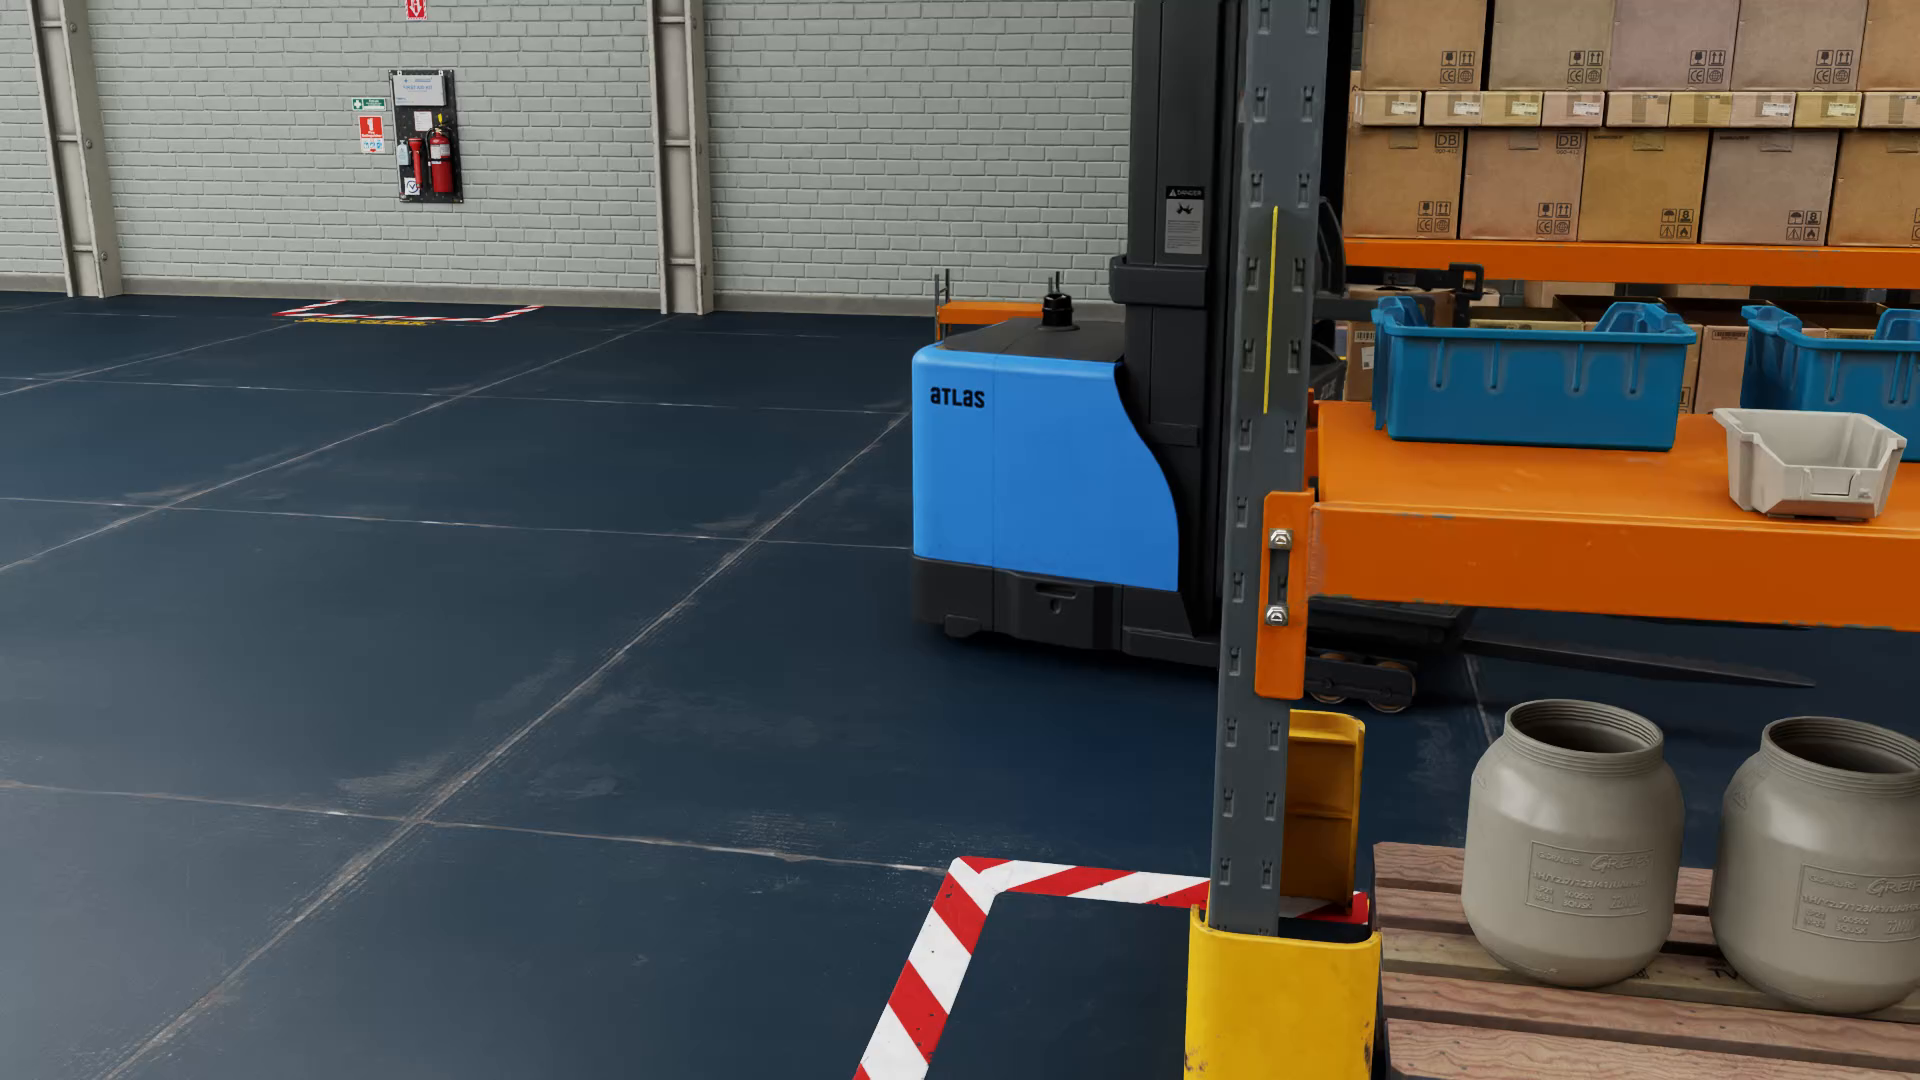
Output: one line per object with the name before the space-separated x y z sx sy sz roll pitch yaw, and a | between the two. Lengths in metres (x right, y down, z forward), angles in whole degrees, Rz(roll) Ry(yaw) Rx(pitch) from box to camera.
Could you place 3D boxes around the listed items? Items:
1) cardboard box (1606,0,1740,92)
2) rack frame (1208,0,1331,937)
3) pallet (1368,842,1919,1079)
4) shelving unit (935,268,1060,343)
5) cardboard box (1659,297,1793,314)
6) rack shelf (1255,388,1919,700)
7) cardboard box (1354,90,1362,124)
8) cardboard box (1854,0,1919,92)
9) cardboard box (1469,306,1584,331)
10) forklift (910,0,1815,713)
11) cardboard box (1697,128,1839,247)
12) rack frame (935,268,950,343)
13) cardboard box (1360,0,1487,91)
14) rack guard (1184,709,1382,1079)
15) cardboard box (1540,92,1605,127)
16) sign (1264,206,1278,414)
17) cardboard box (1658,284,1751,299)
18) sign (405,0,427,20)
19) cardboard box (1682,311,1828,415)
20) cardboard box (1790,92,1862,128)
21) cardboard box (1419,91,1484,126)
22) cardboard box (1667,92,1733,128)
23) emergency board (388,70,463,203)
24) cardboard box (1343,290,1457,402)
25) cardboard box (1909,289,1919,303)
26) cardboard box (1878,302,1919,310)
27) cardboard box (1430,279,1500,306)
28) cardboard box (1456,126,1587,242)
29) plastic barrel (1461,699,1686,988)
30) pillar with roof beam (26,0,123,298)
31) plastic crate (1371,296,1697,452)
cardboard box | 3.127 -2.268 7.444 0.500 0.500 0.700 3 16 11
rack frame | 0.619 -0.384 3.258 0.127 3.000 1.000 3 16 11
pallet | 1.498 0.997 3.499 1.213 0.211 1.003 3 16 11
shelving unit | 0.162 -0.569 7.300 0.503 1.200 0.258 3 16 11
cardboard box | 3.667 -0.891 8.048 0.500 0.500 0.500 3 16 11
rack shelf | 2.579 0.070 2.969 4.000 0.370 1.077 3 16 11
cardboard box | 2.022 -2.069 7.941 0.250 0.149 0.380 3 16 10
cardboard box | 4.107 -2.215 7.252 0.500 0.500 0.700 3 16 11
cardboard box | 2.581 -0.805 7.738 0.500 0.500 0.500 3 16 11
forklift | 1.371 -1.007 5.635 3.031 2.935 1.130 7 17 24
cardboard box | 3.582 -1.617 7.525 0.500 0.500 0.700 4 16 13
rack frame | -0.077 -0.582 7.347 0.015 1.200 0.240 3 16 11
cardboard box | 2.116 -2.322 7.636 0.500 0.500 0.700 3 16 11
rack guard | 0.703 0.813 3.621 0.348 0.500 1.175 3 16 11
cardboard box | 2.701 -1.922 7.408 0.250 0.149 0.380 3 16 10
sign | 0.505 -0.373 2.702 0.005 0.325 0.100 3 16 11
cardboard box | 5.488 -1.815 12.282 0.500 0.500 0.500 2 16 7
sign | -4.830 -4.768 14.745 0.199 0.298 0.001 3 16 11
cardboard box | 3.560 -0.751 7.542 0.500 0.500 0.500 3 16 11
cardboard box | 3.715 -1.867 7.210 0.250 0.149 0.380 4 16 13
cardboard box | 2.210 -1.949 7.508 0.250 0.149 0.380 3 16 10
cardboard box | 3.214 -1.895 7.311 0.250 0.149 0.380 3 16 10
emergency board | -4.842 -3.625 14.959 0.643 1.169 0.194 3 16 11
cardboard box | 2.194 -0.967 8.324 0.500 0.500 0.500 3 16 11
cardboard box | 7.237 -1.735 11.995 0.500 0.500 0.700 4 16 13
cardboard box | 4.646 -0.836 7.851 0.500 0.500 0.500 3 16 11
cardboard box | 3.812 -1.801 12.586 0.500 0.311 0.500 4 16 16
cardboard box | 2.580 -1.672 7.723 0.500 0.500 0.700 4 16 13
plastic barrel | 1.279 0.628 3.479 0.421 0.512 0.421 0 15 0
pillar with roof beam | -9.166 -5.568 10.734 0.400 9.000 9.100 3 16 11
plastic crate | 1.169 -0.364 3.464 0.616 0.251 0.499 3 16 11
